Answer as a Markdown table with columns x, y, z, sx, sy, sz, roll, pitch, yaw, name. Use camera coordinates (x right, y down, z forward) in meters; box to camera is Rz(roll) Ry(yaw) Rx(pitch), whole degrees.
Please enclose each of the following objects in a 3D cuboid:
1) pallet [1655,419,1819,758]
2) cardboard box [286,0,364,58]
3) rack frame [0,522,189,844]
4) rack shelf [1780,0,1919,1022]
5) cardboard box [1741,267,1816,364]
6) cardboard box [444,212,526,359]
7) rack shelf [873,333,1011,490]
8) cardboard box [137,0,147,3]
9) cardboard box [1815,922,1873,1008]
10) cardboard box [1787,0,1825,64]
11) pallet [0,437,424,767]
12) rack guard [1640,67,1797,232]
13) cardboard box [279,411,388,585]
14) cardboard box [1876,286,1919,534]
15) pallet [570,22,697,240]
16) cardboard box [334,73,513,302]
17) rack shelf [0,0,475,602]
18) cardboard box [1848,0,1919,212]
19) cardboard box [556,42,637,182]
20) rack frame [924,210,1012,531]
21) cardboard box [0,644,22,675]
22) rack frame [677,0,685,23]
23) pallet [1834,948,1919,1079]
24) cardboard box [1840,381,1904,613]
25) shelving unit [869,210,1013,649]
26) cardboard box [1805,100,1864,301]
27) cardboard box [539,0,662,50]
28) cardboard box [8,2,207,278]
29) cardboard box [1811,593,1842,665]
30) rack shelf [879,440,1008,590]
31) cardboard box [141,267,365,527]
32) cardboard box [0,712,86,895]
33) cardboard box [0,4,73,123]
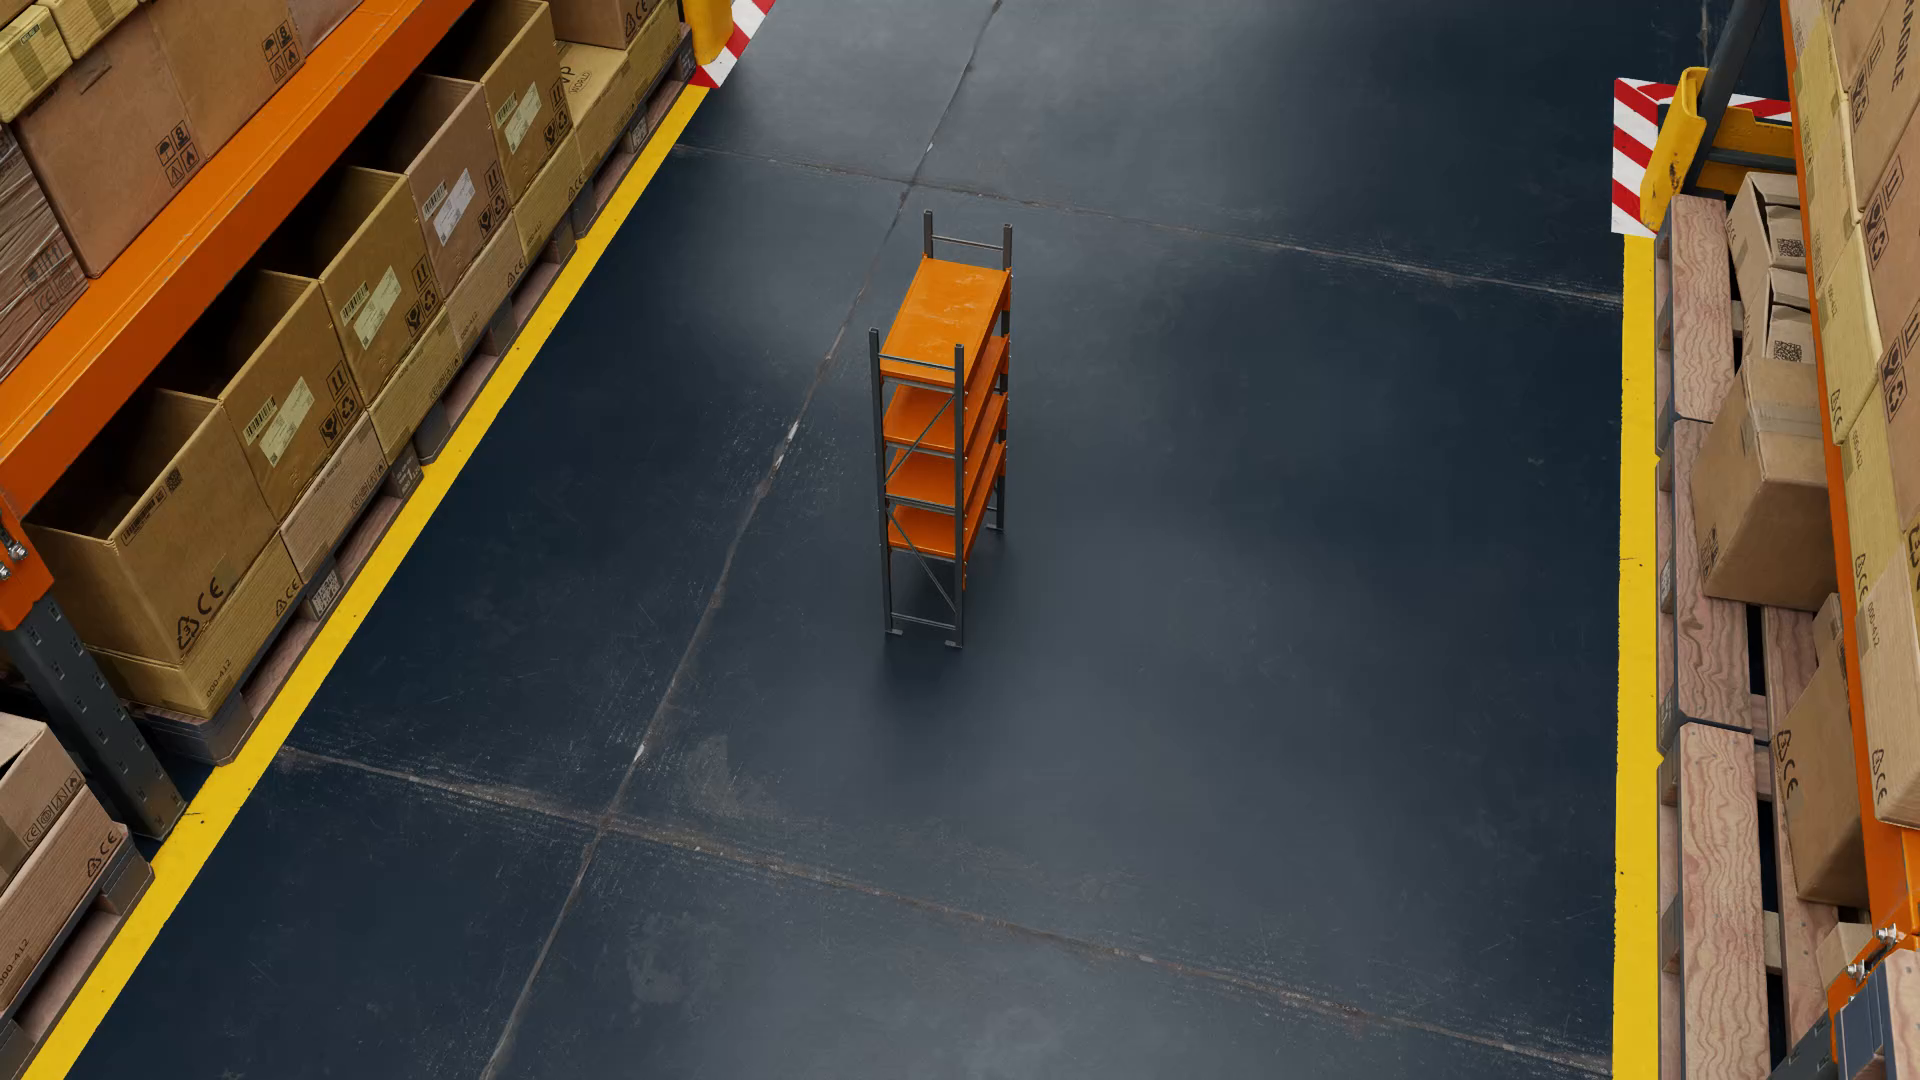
| x | y | z | sx | sy | sz | roll | pitch | yaw | name |
| --- | --- | --- | --- | --- | --- | --- | --- | --- | --- |
| 2.611 | 0.208 | 4.926 | 1.003 | 0.211 | 1.213 | 12 | 50 | 10 | pallet |
| -2.118 | -1.782 | 4.756 | 0.700 | 0.500 | 0.500 | 13 | 50 | 11 | cardboard box |
| -2.631 | -0.311 | 3.524 | 1.000 | 3.000 | 0.127 | 12 | 50 | 10 | rack frame |
| 2.675 | -0.545 | 4.210 | 1.077 | 0.370 | 4.000 | 12 | 50 | 10 | rack shelf |
| 2.783 | -0.591 | 5.271 | 0.500 | 0.311 | 0.500 | 15 | 50 | 13 | cardboard box |
| -1.818 | -0.900 | 5.598 | 0.500 | 0.250 | 0.500 | 12 | 50 | 10 | cardboard box |
| -0.044 | -0.381 | 4.577 | 0.258 | 0.148 | 0.480 | 12 | 50 | 10 | rack shelf |
| -2.106 | -1.454 | 4.034 | 0.380 | 0.149 | 0.250 | 10 | 49 | 9 | cardboard box |
| 2.261 | 1.062 | 3.908 | 0.380 | 0.166 | 0.250 | 6 | 49 | 5 | cardboard box |
| 2.644 | -1.518 | 4.676 | 0.500 | 0.250 | 0.500 | 10 | 49 | 9 | cardboard box |
| -2.382 | 0.044 | 5.070 | 1.003 | 0.211 | 1.213 | 12 | 50 | 10 | pallet |
| 3.182 | -1.348 | 6.106 | 1.175 | 0.500 | 0.348 | 12 | 50 | 10 | rack guard |
| -2.080 | -0.177 | 4.959 | 0.500 | 0.250 | 0.500 | 12 | 50 | 10 | cardboard box |
| 2.101 | -0.307 | 3.107 | 0.500 | 0.500 | 0.500 | 11 | 50 | 10 | cardboard box |
| -1.739 | -1.721 | 6.628 | 1.003 | 0.211 | 1.213 | 12 | 50 | 10 | pallet |
| -1.814 | -1.148 | 5.316 | 0.500 | 0.500 | 0.500 | 12 | 50 | 10 | cardboard box |
| -2.105 | -1.520 | 5.071 | 1.077 | 0.370 | 4.000 | 12 | 50 | 10 | rack shelf |
| 2.380 | -1.045 | 3.758 | 0.500 | 0.500 | 0.500 | 13 | 50 | 11 | cardboard box |
| -1.555 | -1.624 | 6.236 | 0.500 | 0.250 | 0.500 | 12 | 50 | 10 | cardboard box |
| 0.021 | -0.454 | 4.850 | 0.240 | 1.200 | 0.015 | 12 | 50 | 10 | rack frame |
| -2.720 | 0.081 | 4.732 | 0.500 | 0.250 | 0.500 | 12 | 50 | 10 | cardboard box |
| -1.578 | -3.205 | 6.078 | 1.000 | 3.000 | 0.127 | 12 | 50 | 10 | rack frame |
| 1.807 | 1.251 | 2.273 | 1.003 | 0.211 | 1.213 | 12 | 50 | 10 | pallet |
| 2.120 | -0.055 | 3.384 | 0.500 | 0.250 | 0.500 | 12 | 50 | 10 | cardboard box |
| -0.044 | -0.277 | 4.694 | 0.258 | 1.200 | 0.503 | 12 | 50 | 10 | shelving unit |
| 2.369 | -0.786 | 4.029 | 0.500 | 0.250 | 0.500 | 12 | 50 | 10 | cardboard box |
| -1.433 | -2.235 | 6.276 | 0.500 | 0.500 | 0.500 | 12 | 50 | 10 | cardboard box |
| -2.388 | -1.050 | 4.109 | 0.700 | 0.500 | 0.500 | 11 | 50 | 10 | cardboard box |
| 2.589 | 0.308 | 4.585 | 0.380 | 0.149 | 0.250 | 8 | 49 | 7 | cardboard box |
| -0.044 | -0.101 | 4.894 | 0.258 | 0.148 | 0.480 | 12 | 50 | 10 | rack shelf |
| -2.083 | -0.426 | 4.679 | 0.500 | 0.500 | 0.500 | 12 | 50 | 10 | cardboard box |
| -2.461 | 0.623 | 3.879 | 0.500 | 0.311 | 0.500 | 12 | 50 | 10 | cardboard box |
| -2.241 | -1.084 | 3.707 | 0.380 | 0.149 | 0.250 | 10 | 49 | 9 | cardboard box |
